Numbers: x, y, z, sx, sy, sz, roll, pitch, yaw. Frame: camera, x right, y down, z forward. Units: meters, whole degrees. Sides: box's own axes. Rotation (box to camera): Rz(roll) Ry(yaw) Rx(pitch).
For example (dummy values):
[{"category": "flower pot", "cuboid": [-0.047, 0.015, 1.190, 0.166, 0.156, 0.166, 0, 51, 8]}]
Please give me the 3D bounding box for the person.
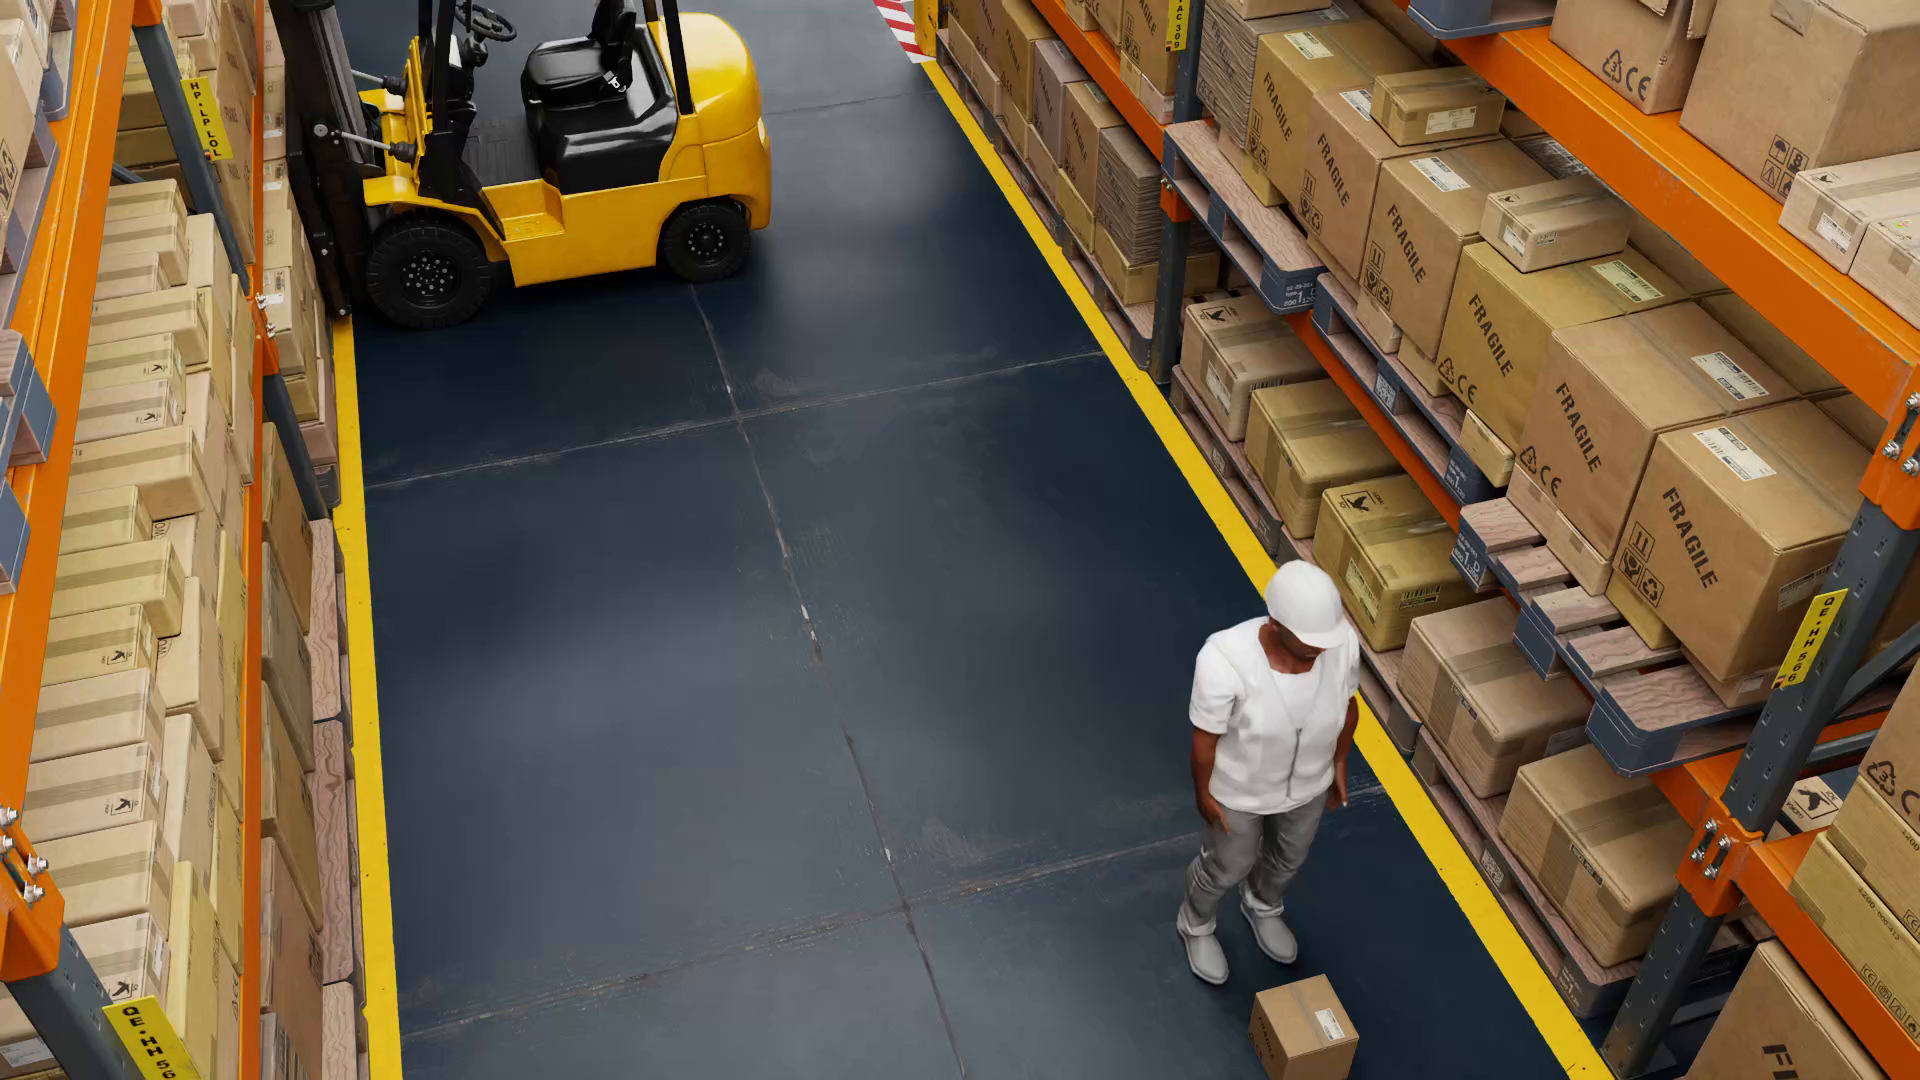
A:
[{"category": "person", "cuboid": [0.988, 0.748, 5.314, 0.565, 1.760, 0.363, -12, 43, -13]}]
